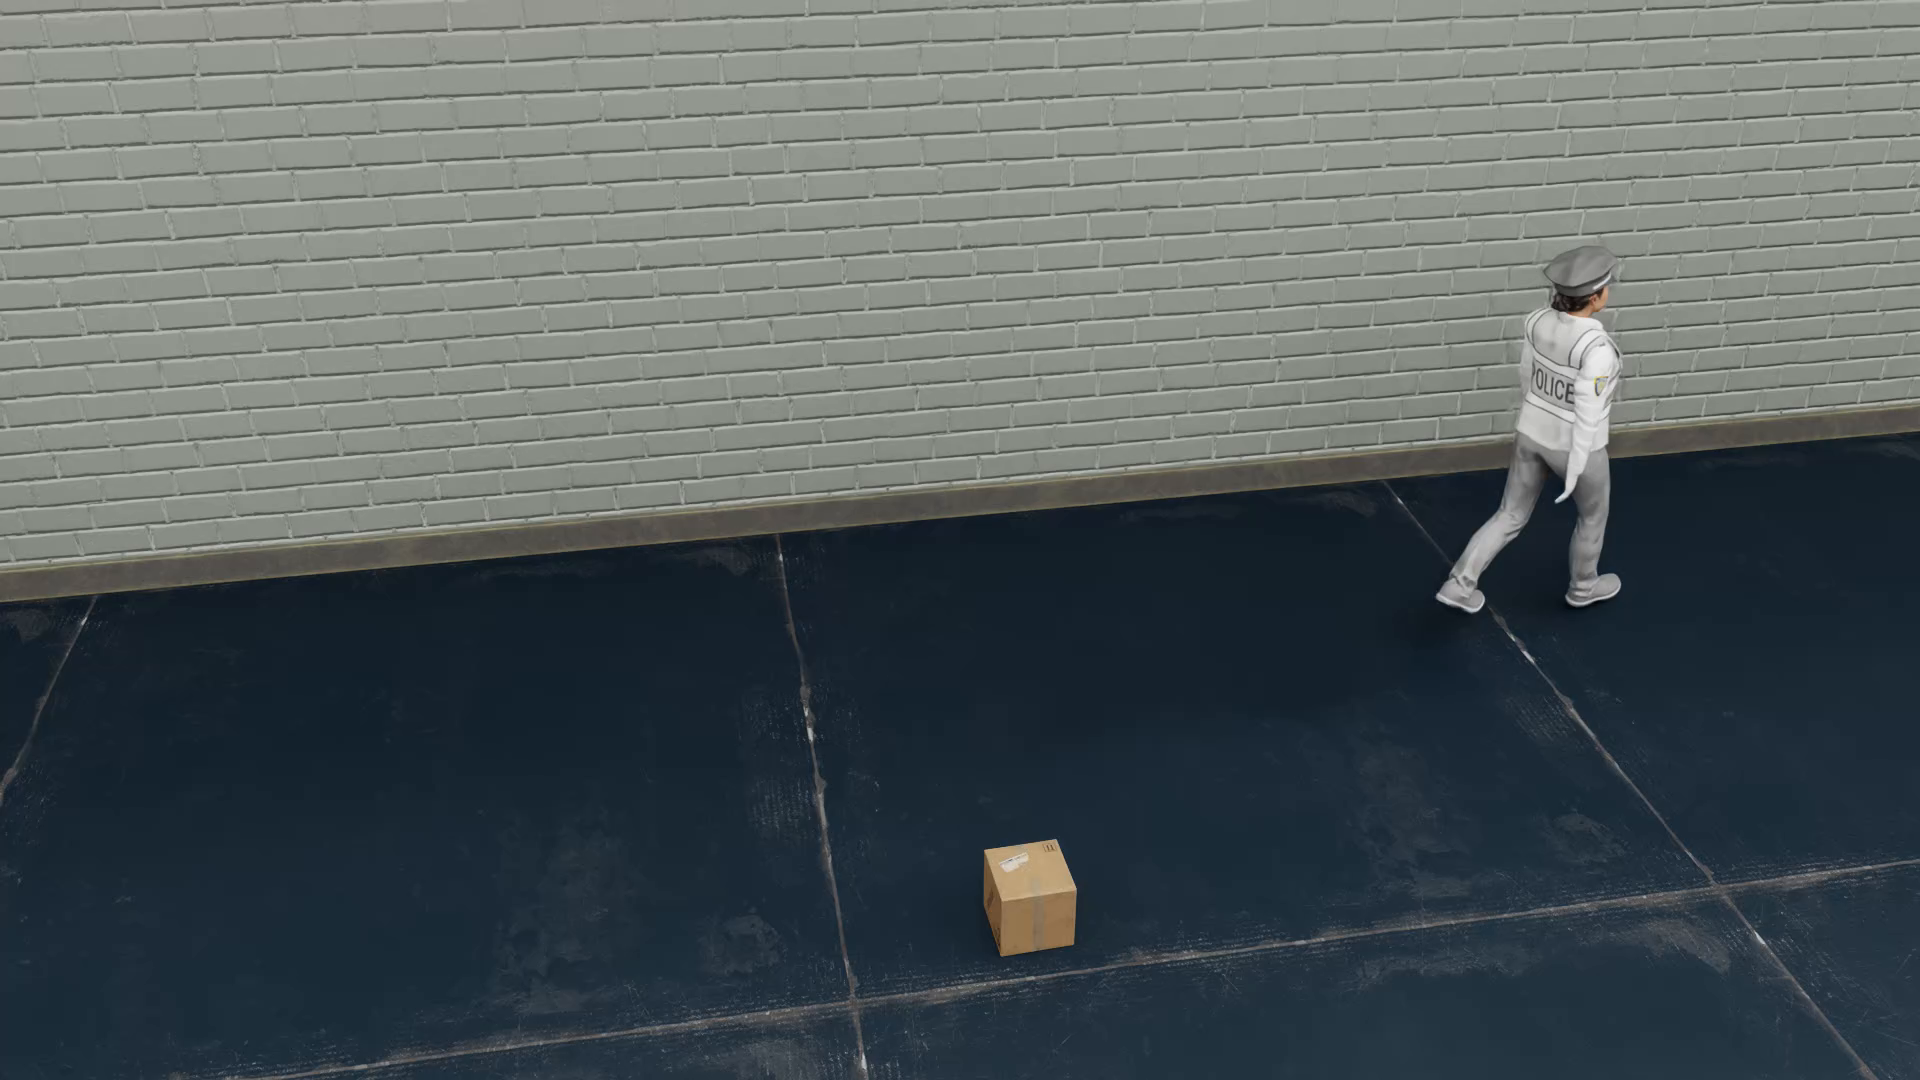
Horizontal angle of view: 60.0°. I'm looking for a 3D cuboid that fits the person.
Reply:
[{"bbox_3d":[2.436,-0.422,6.803,0.938,1.643,0.491,-17,35,-26],"label":"person"}]
